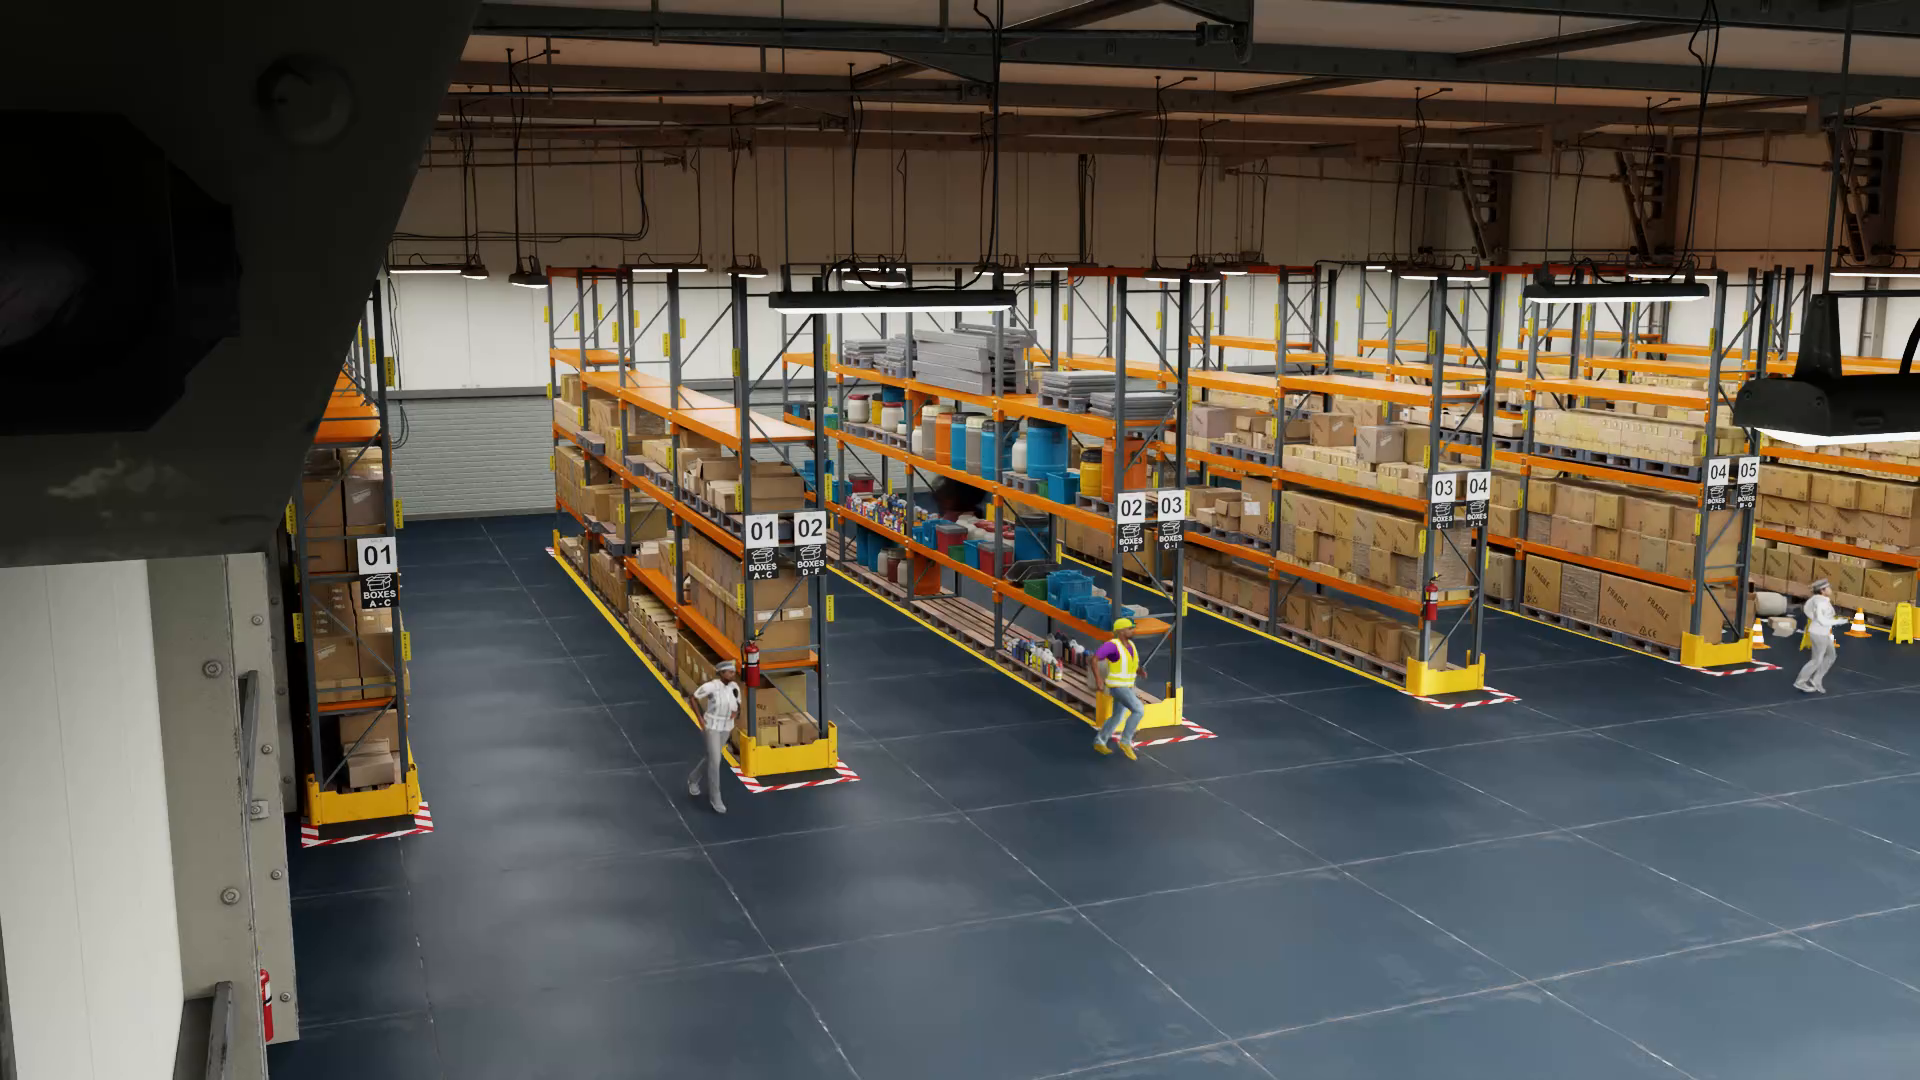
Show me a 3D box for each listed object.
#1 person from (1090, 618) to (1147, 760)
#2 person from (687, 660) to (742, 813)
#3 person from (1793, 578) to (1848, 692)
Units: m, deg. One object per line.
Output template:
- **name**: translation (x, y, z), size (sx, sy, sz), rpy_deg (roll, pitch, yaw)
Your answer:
- **person**: translation (2.058, 1.852, 20.978), size (0.690, 1.714, 0.712), rpy_deg (5, 11, 29)
- **person**: translation (-2.808, 2.198, 19.233), size (0.891, 1.661, 0.656), rpy_deg (9, 14, 43)
- **person**: translation (12.403, 1.394, 23.935), size (0.615, 1.733, 0.610), rpy_deg (4, 11, 23)
